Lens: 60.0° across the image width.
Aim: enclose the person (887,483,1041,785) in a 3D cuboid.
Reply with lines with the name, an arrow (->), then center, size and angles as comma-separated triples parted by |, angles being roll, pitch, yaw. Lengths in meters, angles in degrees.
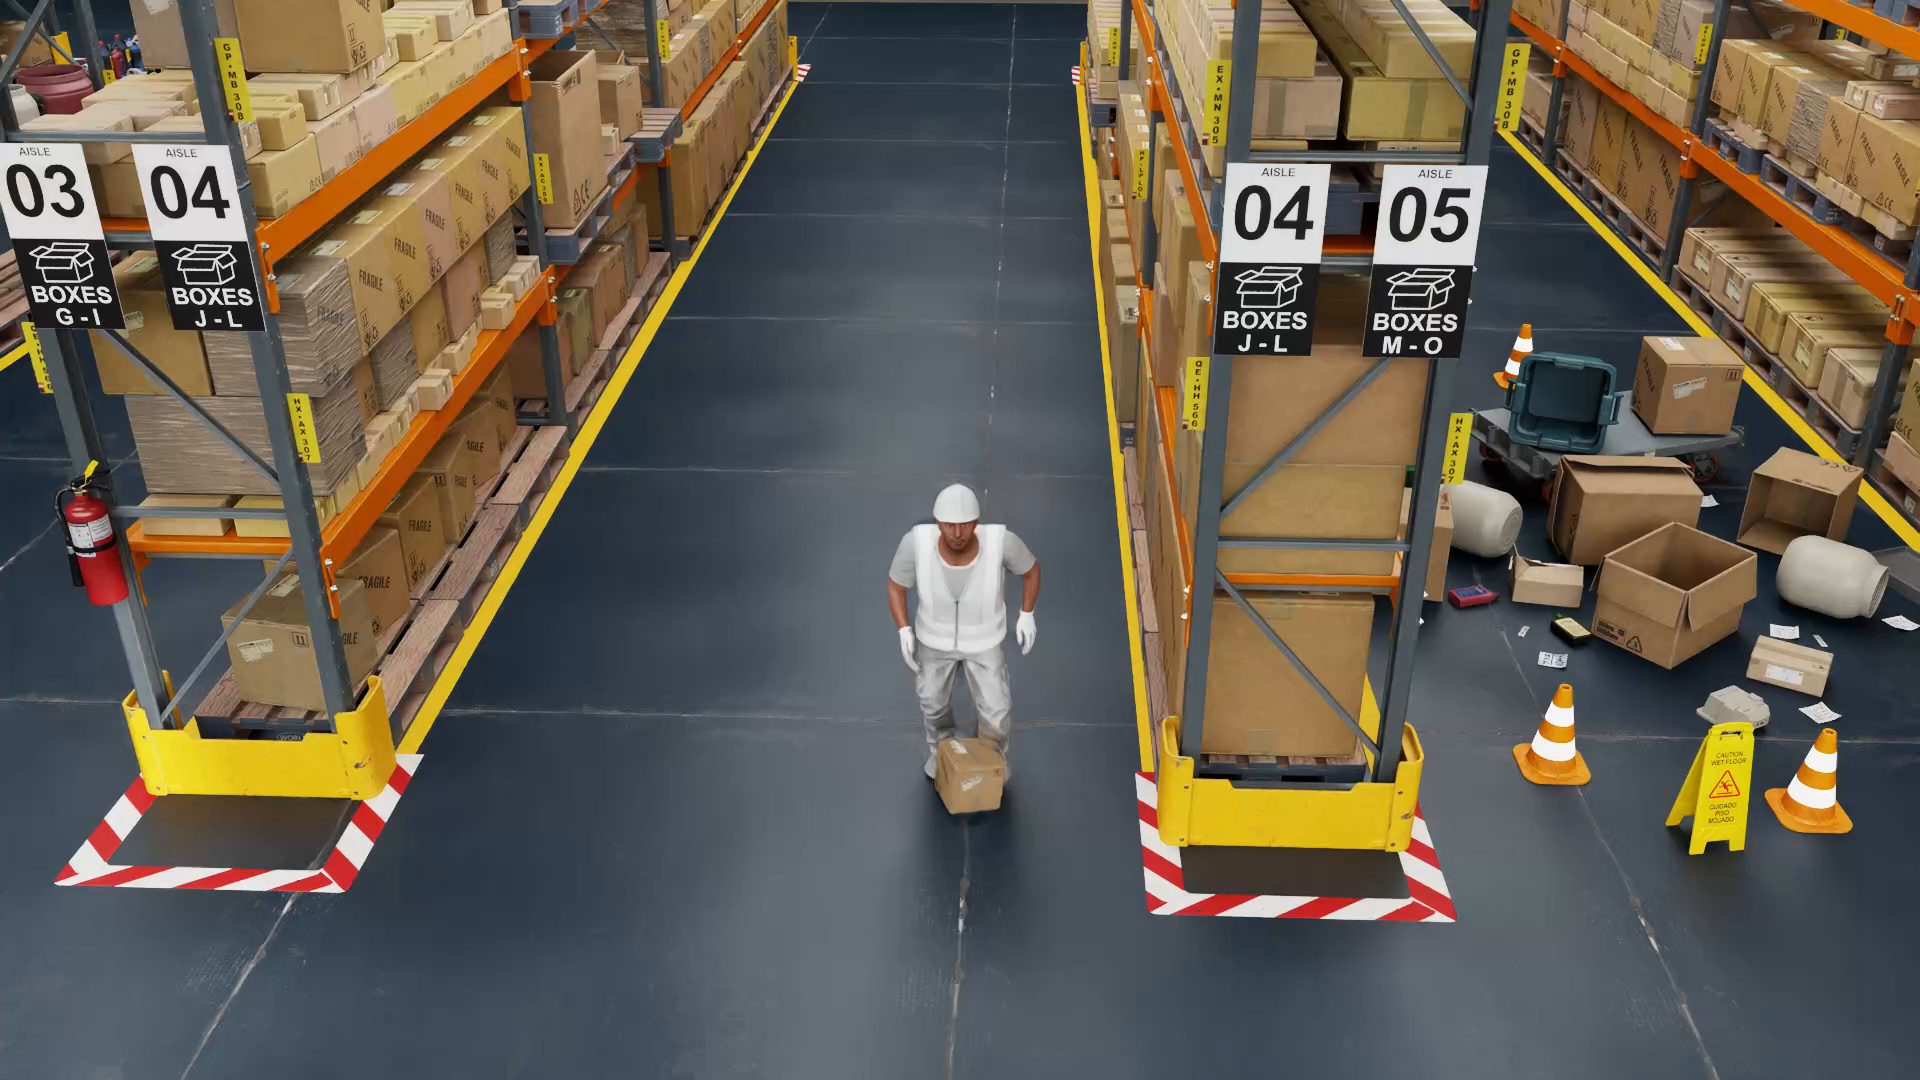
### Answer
person -> 0.013, 0.471, 7.784 | 0.697, 1.711, 0.675 | 3, 28, 6
